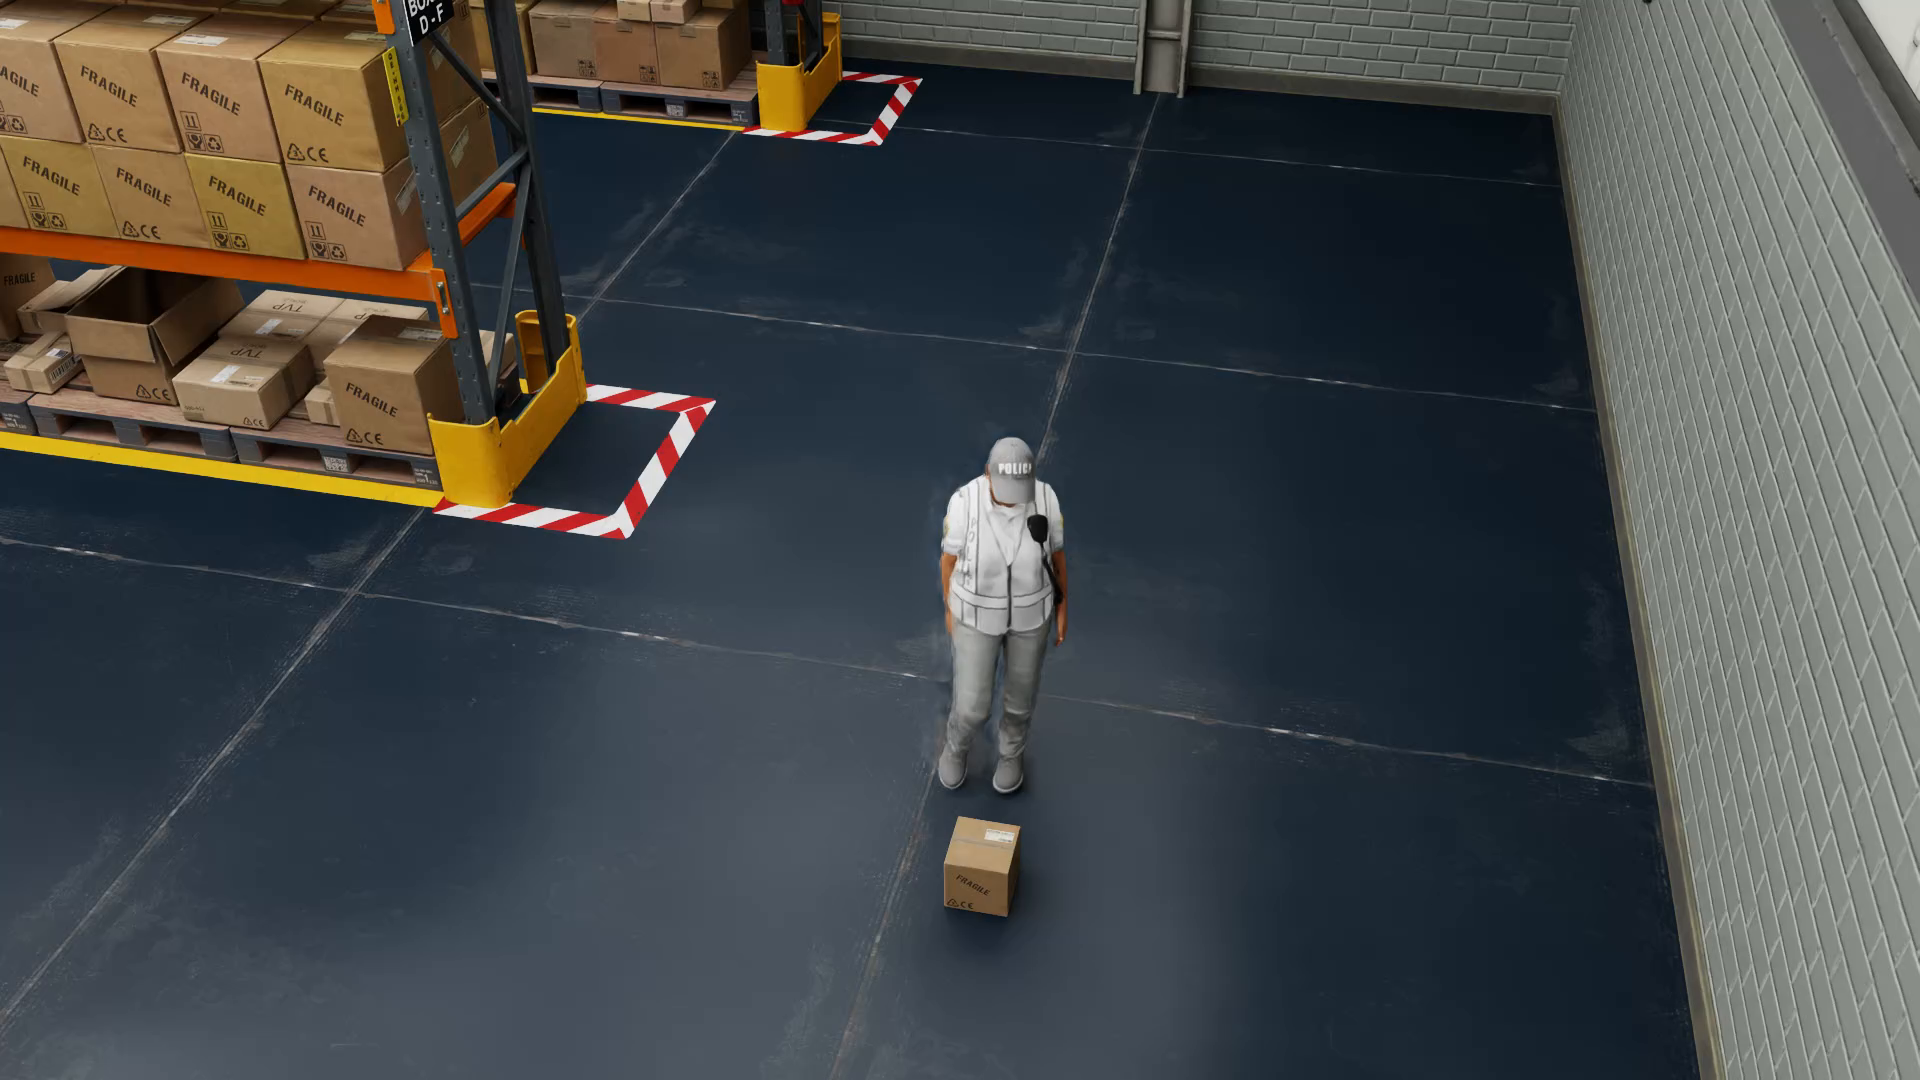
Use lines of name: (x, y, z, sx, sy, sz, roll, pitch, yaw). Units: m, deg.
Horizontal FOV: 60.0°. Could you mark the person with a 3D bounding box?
person: (0.166, 0.314, 6.538, 0.522, 1.671, 0.459, -6, 37, -7)
